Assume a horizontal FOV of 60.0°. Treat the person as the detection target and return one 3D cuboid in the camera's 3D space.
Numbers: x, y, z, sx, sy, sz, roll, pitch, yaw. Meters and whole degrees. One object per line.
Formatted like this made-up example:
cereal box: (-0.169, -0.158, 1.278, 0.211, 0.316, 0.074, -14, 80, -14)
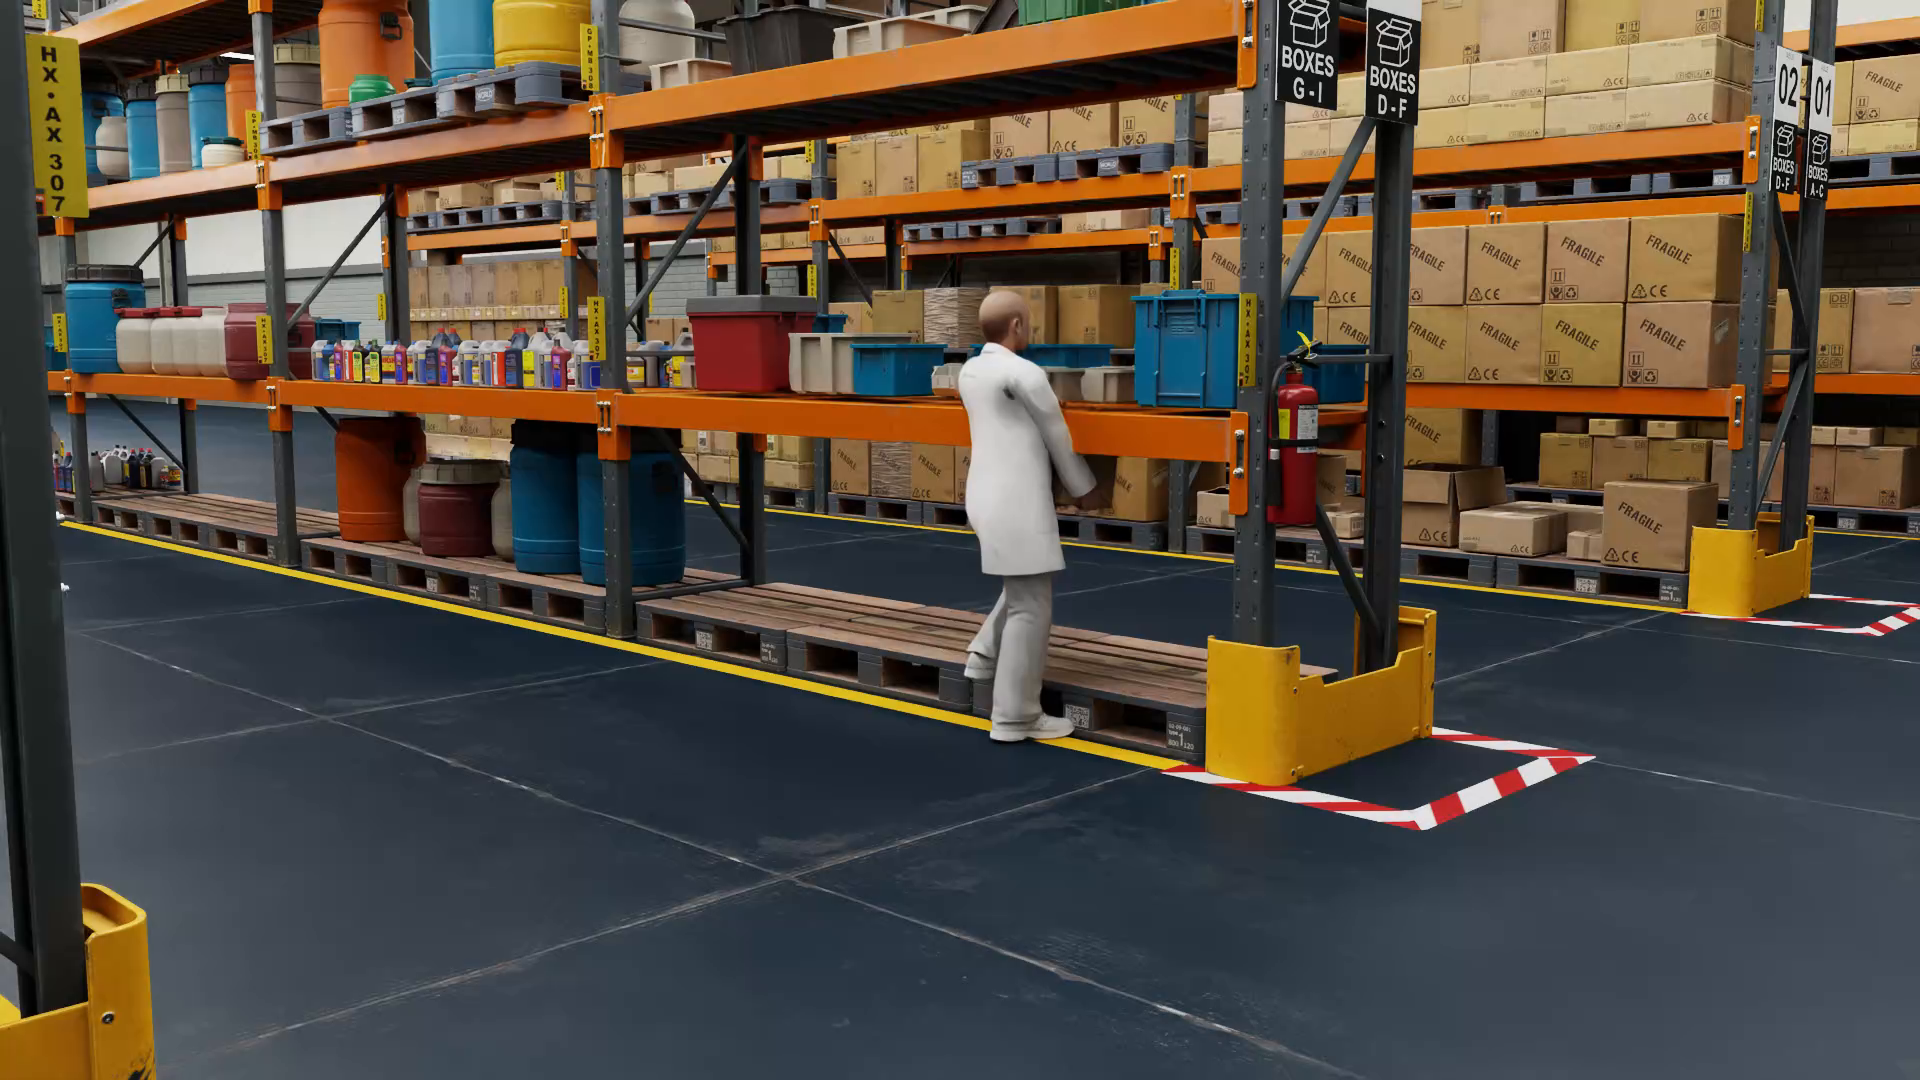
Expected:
person: (0.288, -0.108, 6.717, 0.557, 1.780, 0.552, -4, 8, -29)
